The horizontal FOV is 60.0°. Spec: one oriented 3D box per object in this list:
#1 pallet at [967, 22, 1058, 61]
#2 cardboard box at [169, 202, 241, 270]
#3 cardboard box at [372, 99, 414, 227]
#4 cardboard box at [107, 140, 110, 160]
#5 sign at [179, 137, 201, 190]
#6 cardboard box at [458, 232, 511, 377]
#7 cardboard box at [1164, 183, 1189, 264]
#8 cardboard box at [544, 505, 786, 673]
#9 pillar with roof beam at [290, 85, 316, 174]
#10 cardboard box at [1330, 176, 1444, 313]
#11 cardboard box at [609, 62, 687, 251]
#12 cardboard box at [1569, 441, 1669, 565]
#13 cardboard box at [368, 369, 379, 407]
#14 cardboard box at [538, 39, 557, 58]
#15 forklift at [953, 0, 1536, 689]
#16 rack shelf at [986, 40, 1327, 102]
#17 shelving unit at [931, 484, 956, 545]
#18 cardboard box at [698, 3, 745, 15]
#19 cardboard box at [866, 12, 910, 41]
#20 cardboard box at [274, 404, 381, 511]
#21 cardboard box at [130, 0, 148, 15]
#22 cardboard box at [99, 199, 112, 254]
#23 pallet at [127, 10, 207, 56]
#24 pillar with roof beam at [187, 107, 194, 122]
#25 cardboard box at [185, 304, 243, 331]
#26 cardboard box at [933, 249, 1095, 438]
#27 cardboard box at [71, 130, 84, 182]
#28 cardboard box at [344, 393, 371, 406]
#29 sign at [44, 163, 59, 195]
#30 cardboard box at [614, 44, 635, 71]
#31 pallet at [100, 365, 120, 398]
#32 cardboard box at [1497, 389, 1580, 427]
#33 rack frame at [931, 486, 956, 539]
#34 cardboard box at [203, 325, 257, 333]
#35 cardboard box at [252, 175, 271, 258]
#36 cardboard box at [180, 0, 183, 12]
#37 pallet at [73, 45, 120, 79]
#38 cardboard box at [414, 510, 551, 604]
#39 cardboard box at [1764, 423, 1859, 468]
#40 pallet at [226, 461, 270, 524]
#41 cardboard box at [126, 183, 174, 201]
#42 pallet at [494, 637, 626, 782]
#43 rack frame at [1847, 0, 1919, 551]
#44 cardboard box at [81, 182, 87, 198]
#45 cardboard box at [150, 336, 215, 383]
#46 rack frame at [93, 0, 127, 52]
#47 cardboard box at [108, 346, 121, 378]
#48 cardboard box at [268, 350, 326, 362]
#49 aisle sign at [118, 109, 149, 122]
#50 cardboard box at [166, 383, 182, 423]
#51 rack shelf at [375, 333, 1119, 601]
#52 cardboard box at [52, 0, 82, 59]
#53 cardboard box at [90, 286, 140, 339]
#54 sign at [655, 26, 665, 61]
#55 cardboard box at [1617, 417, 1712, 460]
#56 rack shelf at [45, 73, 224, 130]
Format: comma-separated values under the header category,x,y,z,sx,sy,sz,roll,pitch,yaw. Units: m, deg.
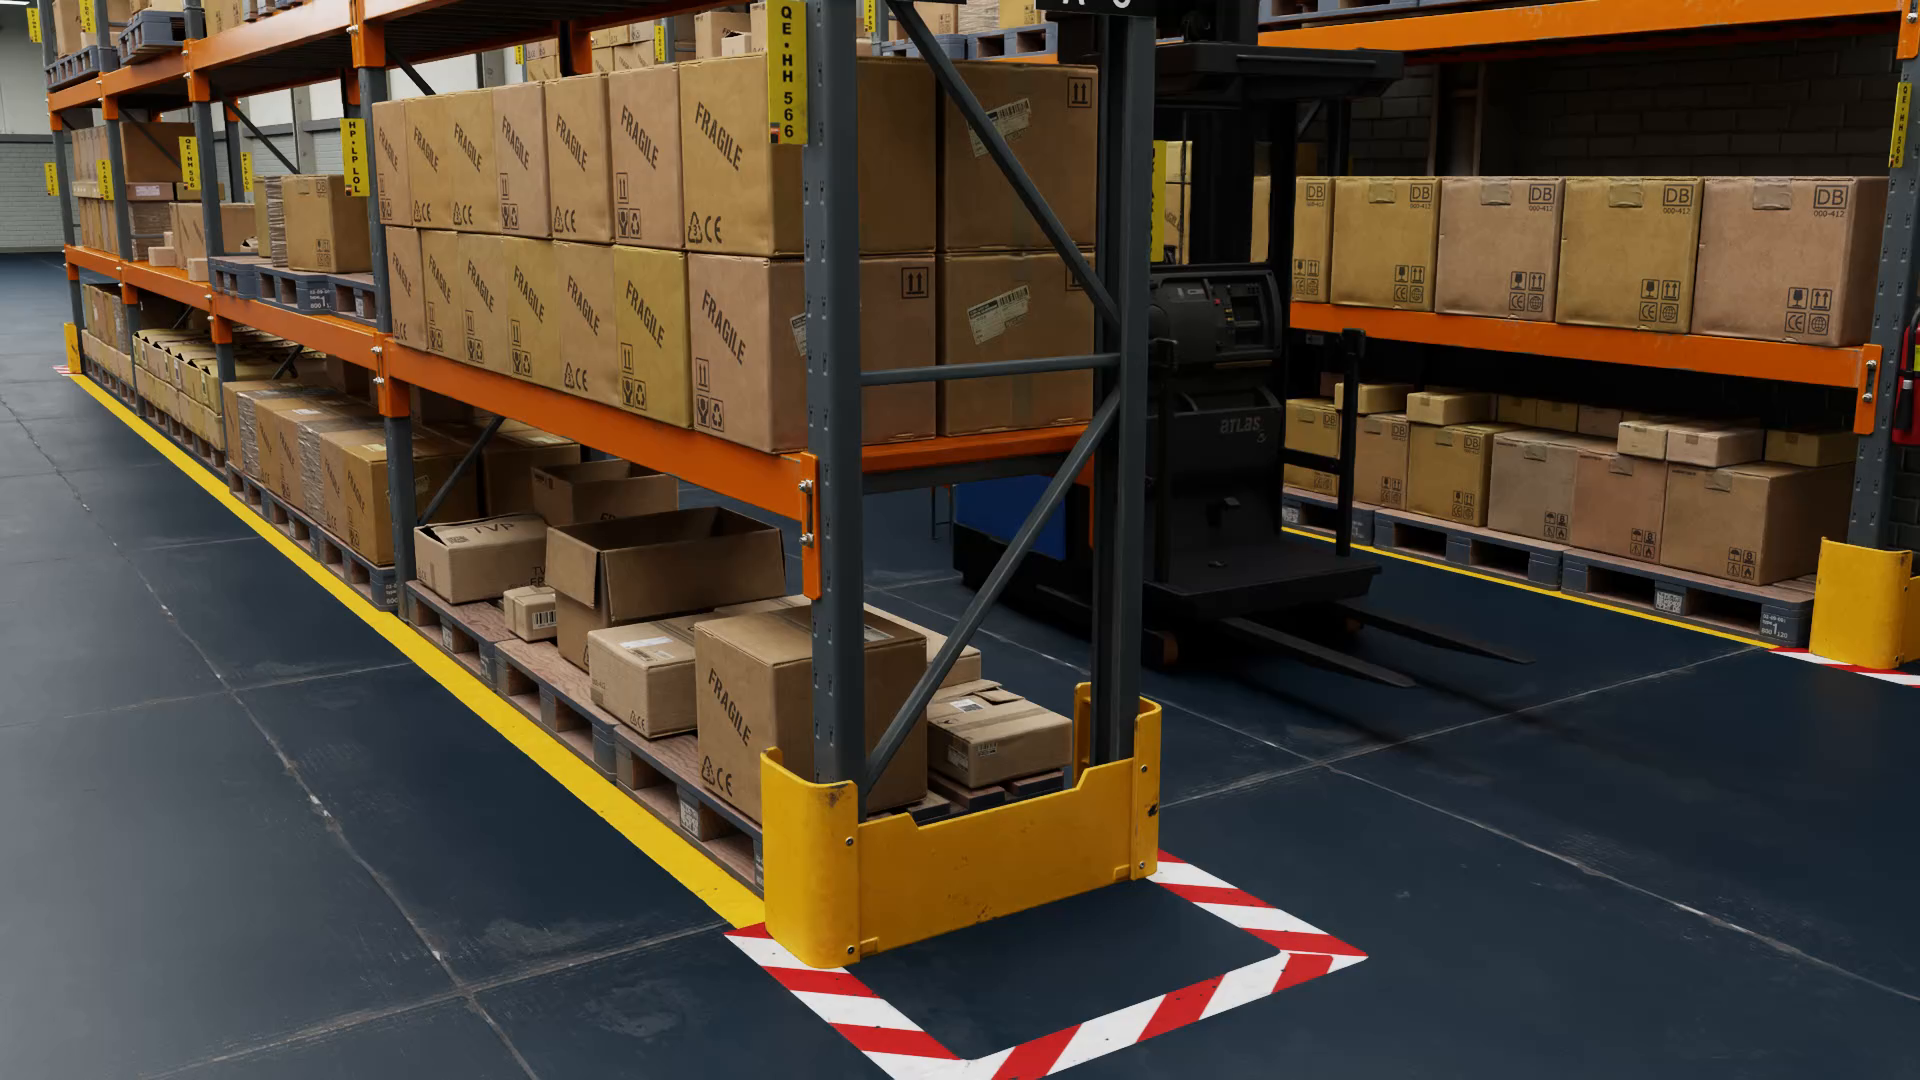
category,x,y,z,sx,sy,sz,roll,pitch,yaw
pallet,0.781,-3.514,11.829,1.003,0.211,1.213,-7,14,-30
cardboard box,-5.876,-2.388,13.028,0.500,0.500,0.500,-7,14,-29
cardboard box,-2.121,-1.569,6.942,0.500,0.500,0.500,-8,14,-31
cardboard box,-7.112,-3.422,14.719,0.700,0.500,0.500,-8,15,-33
sign,-4.824,-2.360,10.421,0.100,0.325,0.005,-8,15,-33
cardboard box,-1.531,-0.895,6.199,0.500,0.500,0.500,-8,15,-33
cardboard box,1.508,-1.992,10.473,0.500,0.500,0.500,-8,15,-34
cardboard box,-1.103,0.189,6.289,0.797,0.503,0.637,-8,15,-33
pillar with roof beam,-17.123,-9.471,31.605,9.100,9.000,0.400,-8,15,-33
cardboard box,2.661,-1.654,9.200,0.980,0.700,0.700,-9,15,-34
cardboard box,-0.688,-1.111,4.848,0.500,0.500,0.500,-8,14,-31
cardboard box,3.442,-0.210,8.170,0.700,0.500,0.500,-8,15,-33
cardboard box,-3.045,-0.891,9.481,0.500,0.250,0.500,-8,15,-34
cardboard box,-4.428,-5.690,18.718,0.500,0.500,0.500,-8,15,-33
forklift,1.130,-1.006,7.101,1.130,2.935,3.031,-7,14,-29
rack shelf,0.866,-3.206,11.662,1.077,0.370,4.000,-8,15,-33
shelving unit,-0.008,-0.589,9.245,0.258,1.200,0.189,-8,15,-33
cardboard box,-2.492,-5.292,16.898,0.500,0.500,0.500,-8,15,-32
cardboard box,-0.450,-4.127,13.909,0.500,0.500,0.500,-8,15,-33
cardboard box,-3.488,-0.465,9.288,0.500,0.500,0.500,-9,15,-35
cardboard box,-6.271,-4.421,13.148,0.500,0.500,0.500,-8,15,-32
cardboard box,-7.688,-2.973,15.699,0.700,0.500,0.500,-8,14,-31
pallet,-4.814,-3.344,11.051,1.213,0.211,1.003,-7,14,-30
pillar with roof beam,-23.772,-11.605,41.364,9.100,9.000,0.548,-8,15,-33
cardboard box,-6.577,-1.920,14.816,0.500,0.500,0.500,-8,15,-33
cardboard box,0.042,-0.597,4.835,0.500,0.500,0.500,-8,15,-32
cardboard box,-8.519,-3.872,16.775,0.700,0.500,0.500,-8,15,-33
cardboard box,-3.364,-0.624,10.013,0.500,0.500,0.500,-9,15,-35
sign,-9.262,-3.680,16.957,0.100,0.325,0.005,-8,15,-33
cardboard box,-3.214,-4.835,17.147,0.500,0.500,0.500,-10,16,-37
pallet,-7.666,-1.573,16.061,1.003,0.211,1.213,-8,15,-33
cardboard box,3.111,-0.710,8.937,0.380,0.149,0.250,-8,15,-34
rack frame,-0.059,-0.605,9.320,0.240,1.200,0.006,-8,15,-33
cardboard box,-6.117,-1.670,14.116,0.500,0.311,0.500,-8,15,-33
cardboard box,-3.921,-2.016,10.341,0.500,0.500,0.700,9,15,36
cardboard box,-4.968,-3.623,11.254,0.500,0.250,0.500,-8,14,-31
pallet,-7.074,-4.143,14.470,1.003,0.211,1.213,-8,15,-33
cardboard box,-2.095,0.050,7.377,0.500,0.311,0.500,-8,15,-33
cardboard box,3.955,-0.440,7.701,0.380,0.149,0.250,-8,15,-32
pallet,-3.982,-0.361,10.518,1.003,0.211,1.213,-8,15,-33
cardboard box,-6.909,-2.961,14.126,0.380,0.149,0.250,-8,15,-33
pallet,-1.088,0.553,6.340,1.003,0.211,1.213,-8,15,-33
rack frame,4.190,-1.025,7.026,1.000,3.000,0.127,-8,15,-33
cardboard box,-8.335,-3.417,16.215,0.380,0.149,0.250,-8,15,-34
cardboard box,-5.998,-1.423,12.989,0.500,0.311,0.500,-9,15,-35
rack frame,-6.580,-5.503,13.460,1.000,3.000,0.127,-8,15,-33
cardboard box,-7.577,-1.668,15.419,0.500,0.250,0.500,-8,15,-33
cardboard box,-4.708,-1.217,12.044,0.500,0.311,0.500,-9,15,-34
aisle sign,-8.588,-4.600,17.289,0.394,0.787,0.004,-8,15,-33
cardboard box,-5.711,-1.059,12.637,0.500,0.250,0.500,-8,15,-32
rack shelf,-1.040,-0.442,6.045,1.077,0.370,4.000,-8,15,-33
cardboard box,-8.104,-4.743,15.464,0.500,0.500,0.500,-8,15,-33
cardboard box,-8.118,-2.214,16.161,0.500,0.500,0.500,-8,15,-33
sign,-2.906,-4.811,16.109,0.100,0.325,0.005,-8,15,-33
cardboard box,3.354,-0.485,7.907,0.380,0.149,0.250,-8,14,-31
rack shelf,-7.688,-4.041,15.484,1.077,0.370,4.000,-8,15,-33
